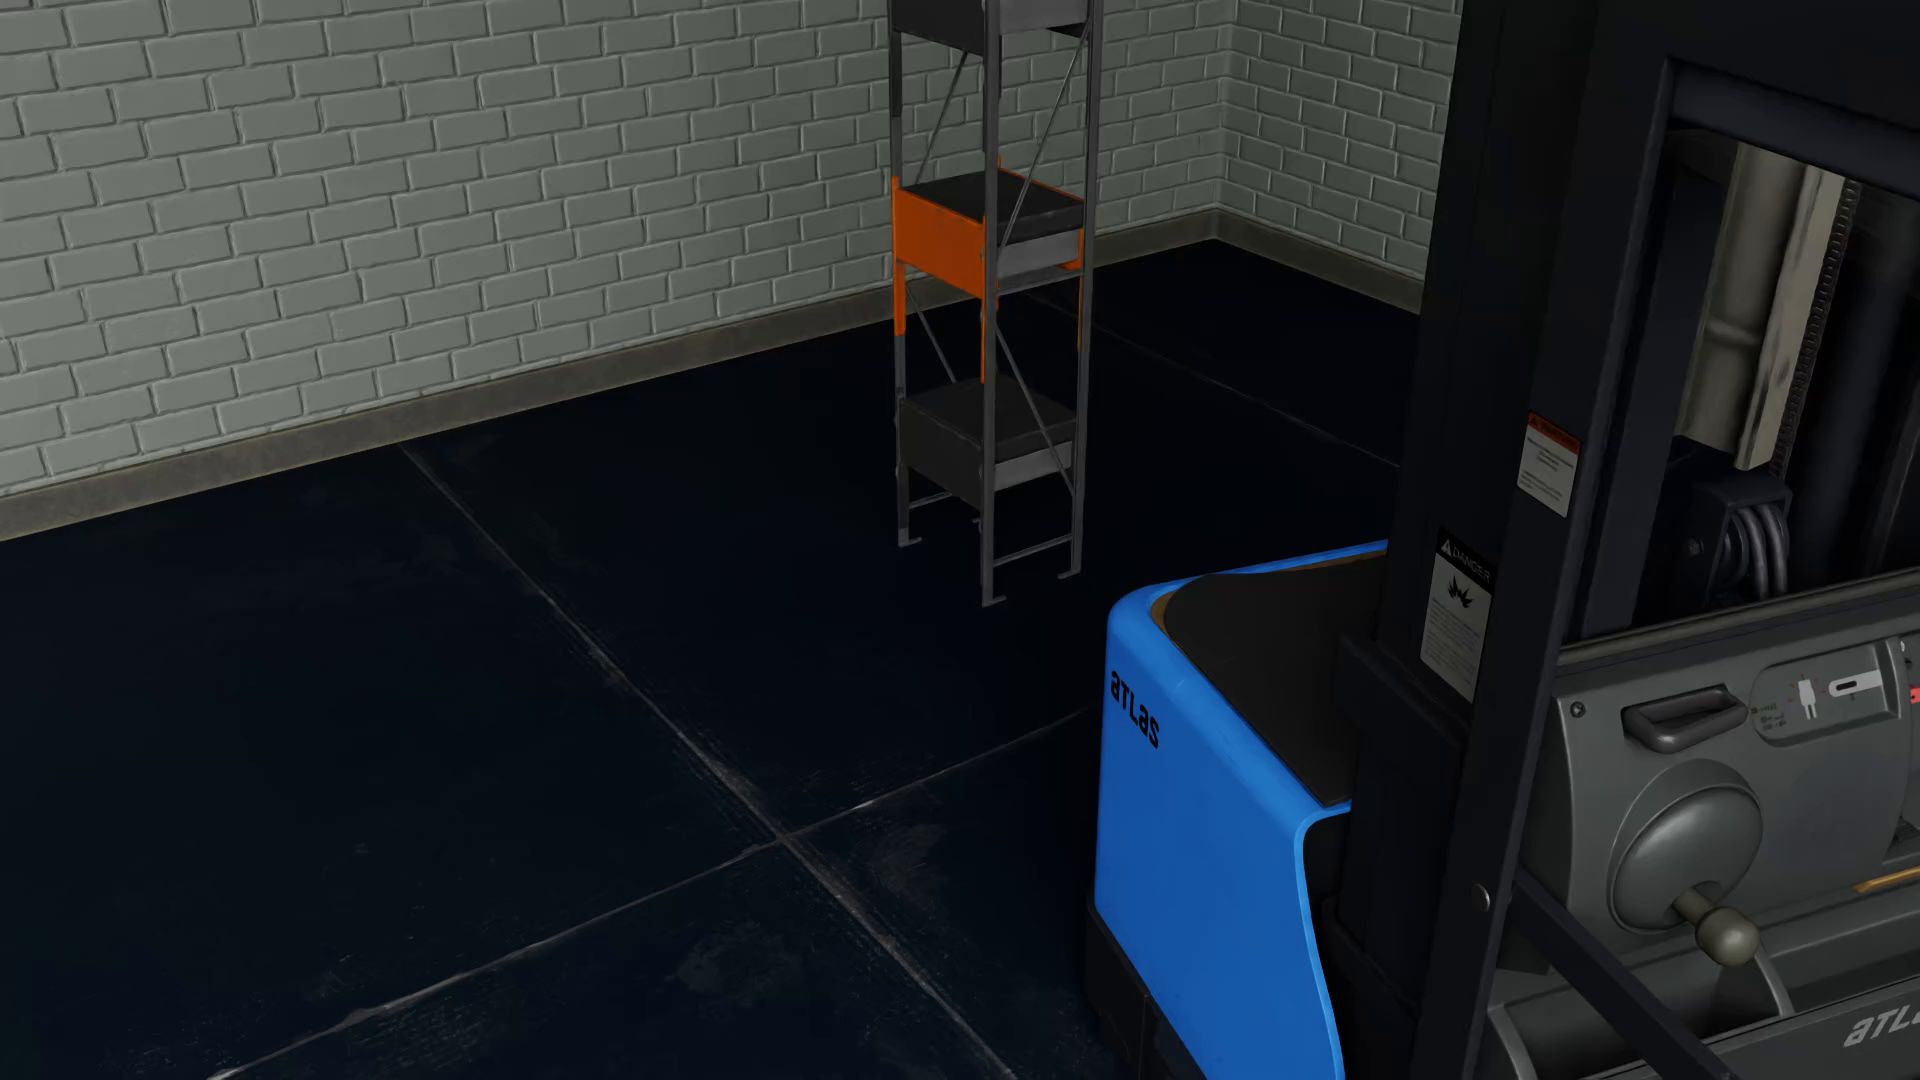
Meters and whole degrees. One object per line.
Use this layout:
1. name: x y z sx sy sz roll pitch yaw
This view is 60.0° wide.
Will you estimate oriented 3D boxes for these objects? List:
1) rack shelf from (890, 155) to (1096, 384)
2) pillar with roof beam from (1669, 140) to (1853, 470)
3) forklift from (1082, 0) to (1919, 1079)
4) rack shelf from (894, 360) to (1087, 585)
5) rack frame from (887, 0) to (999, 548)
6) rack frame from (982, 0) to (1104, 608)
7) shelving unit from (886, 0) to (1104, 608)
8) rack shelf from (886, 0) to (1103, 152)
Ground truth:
1. rack shelf: 0.096 -0.846 5.137 0.431 0.518 0.480 -19 34 -31
2. pillar with roof beam: -0.559 -3.143 2.108 9.100 9.000 0.400 -19 34 -31
3. forklift: 1.265 0.336 2.060 1.130 2.935 3.031 -10 30 -18
4. rack shelf: 0.096 -0.231 5.471 0.431 0.518 0.480 -19 34 -31
5. rack frame: -0.046 -0.953 5.305 0.400 2.100 0.015 -19 34 -31
6. rack frame: 0.238 -0.763 4.956 0.400 2.100 0.015 -19 34 -31
7. shelving unit: 0.096 -0.858 5.130 0.431 2.100 0.503 -19 34 -31
8. rack shelf: 0.096 -1.461 4.803 0.431 0.518 0.480 -19 34 -31
